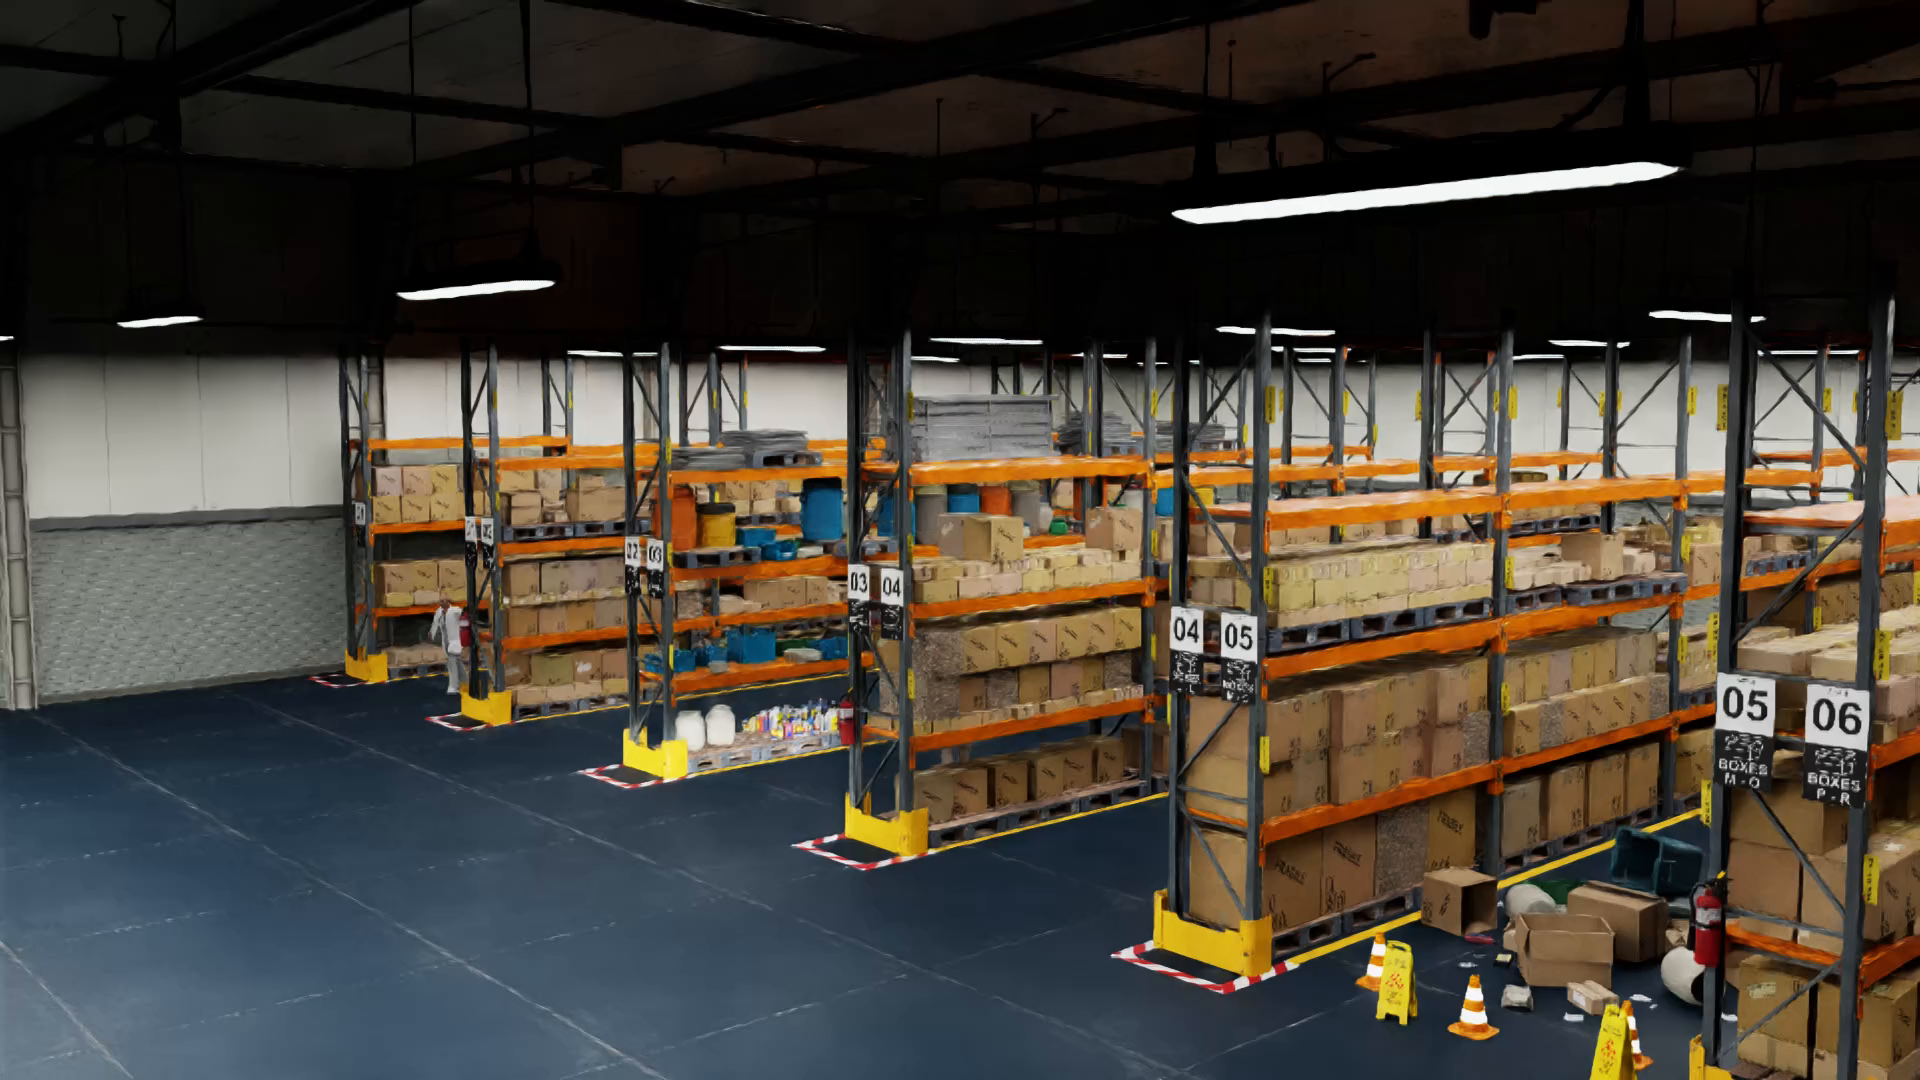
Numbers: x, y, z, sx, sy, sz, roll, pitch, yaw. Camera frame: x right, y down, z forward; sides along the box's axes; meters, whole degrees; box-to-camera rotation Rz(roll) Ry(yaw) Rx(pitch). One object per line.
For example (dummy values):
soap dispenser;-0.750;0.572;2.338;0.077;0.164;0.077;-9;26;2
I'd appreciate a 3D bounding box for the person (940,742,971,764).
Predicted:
person;-0.071;2.407;21.523;0.654;1.639;0.578;-1;5;-13

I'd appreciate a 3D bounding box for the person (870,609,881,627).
person;-1.812;1.143;35.818;0.445;1.605;1.017;4;7;39

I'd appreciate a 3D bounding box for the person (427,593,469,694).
person;-8.692;1.746;28.541;0.735;1.715;0.896;3;6;32
